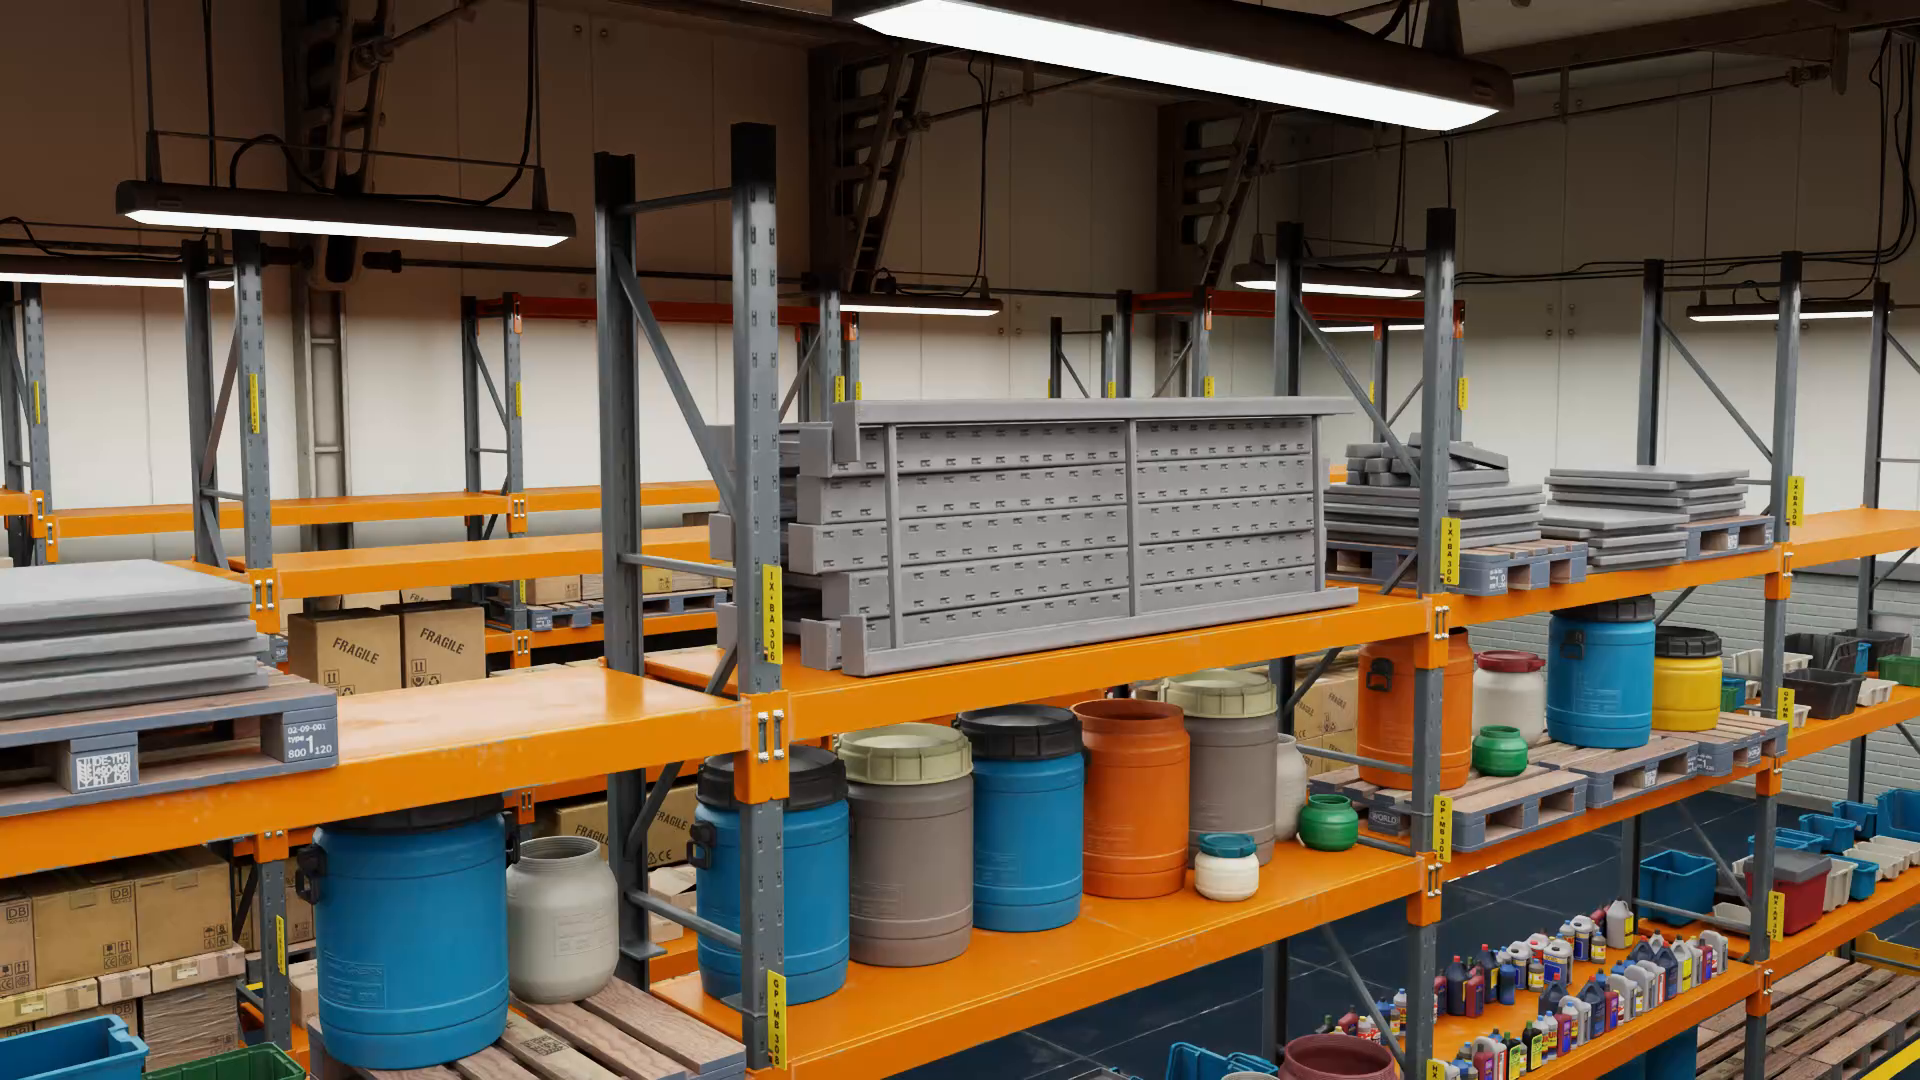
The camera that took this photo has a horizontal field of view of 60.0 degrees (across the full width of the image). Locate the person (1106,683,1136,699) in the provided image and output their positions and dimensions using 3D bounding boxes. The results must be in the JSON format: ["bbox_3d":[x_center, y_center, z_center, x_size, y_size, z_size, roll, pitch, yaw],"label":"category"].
[{"bbox_3d":[1.956,2.450,19.592,0.681,1.837,0.785,3,6,33],"label":"person"}]
